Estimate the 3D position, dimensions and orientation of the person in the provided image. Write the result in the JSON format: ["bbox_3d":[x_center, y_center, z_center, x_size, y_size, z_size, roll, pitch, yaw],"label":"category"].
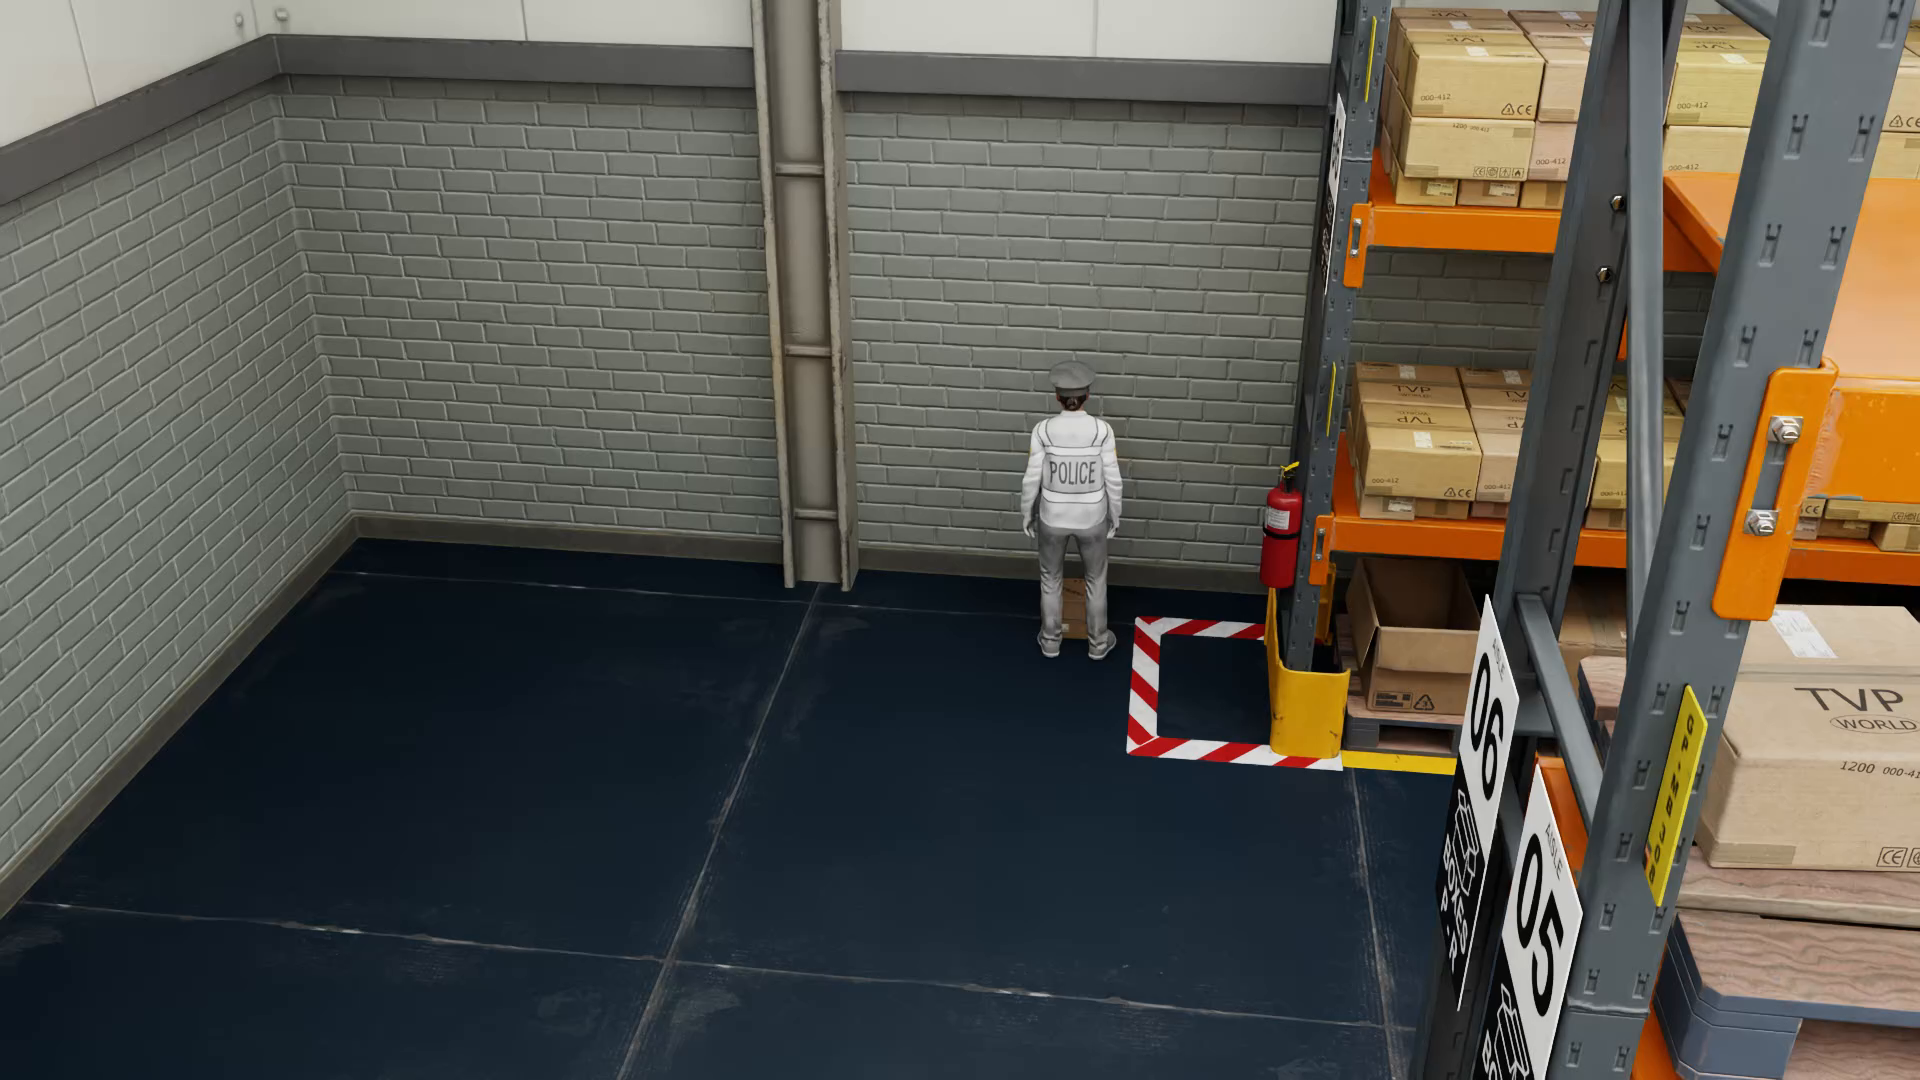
[{"bbox_3d":[0.594,-0.122,8.840,0.547,1.666,0.370,2,29,3],"label":"person"}]
